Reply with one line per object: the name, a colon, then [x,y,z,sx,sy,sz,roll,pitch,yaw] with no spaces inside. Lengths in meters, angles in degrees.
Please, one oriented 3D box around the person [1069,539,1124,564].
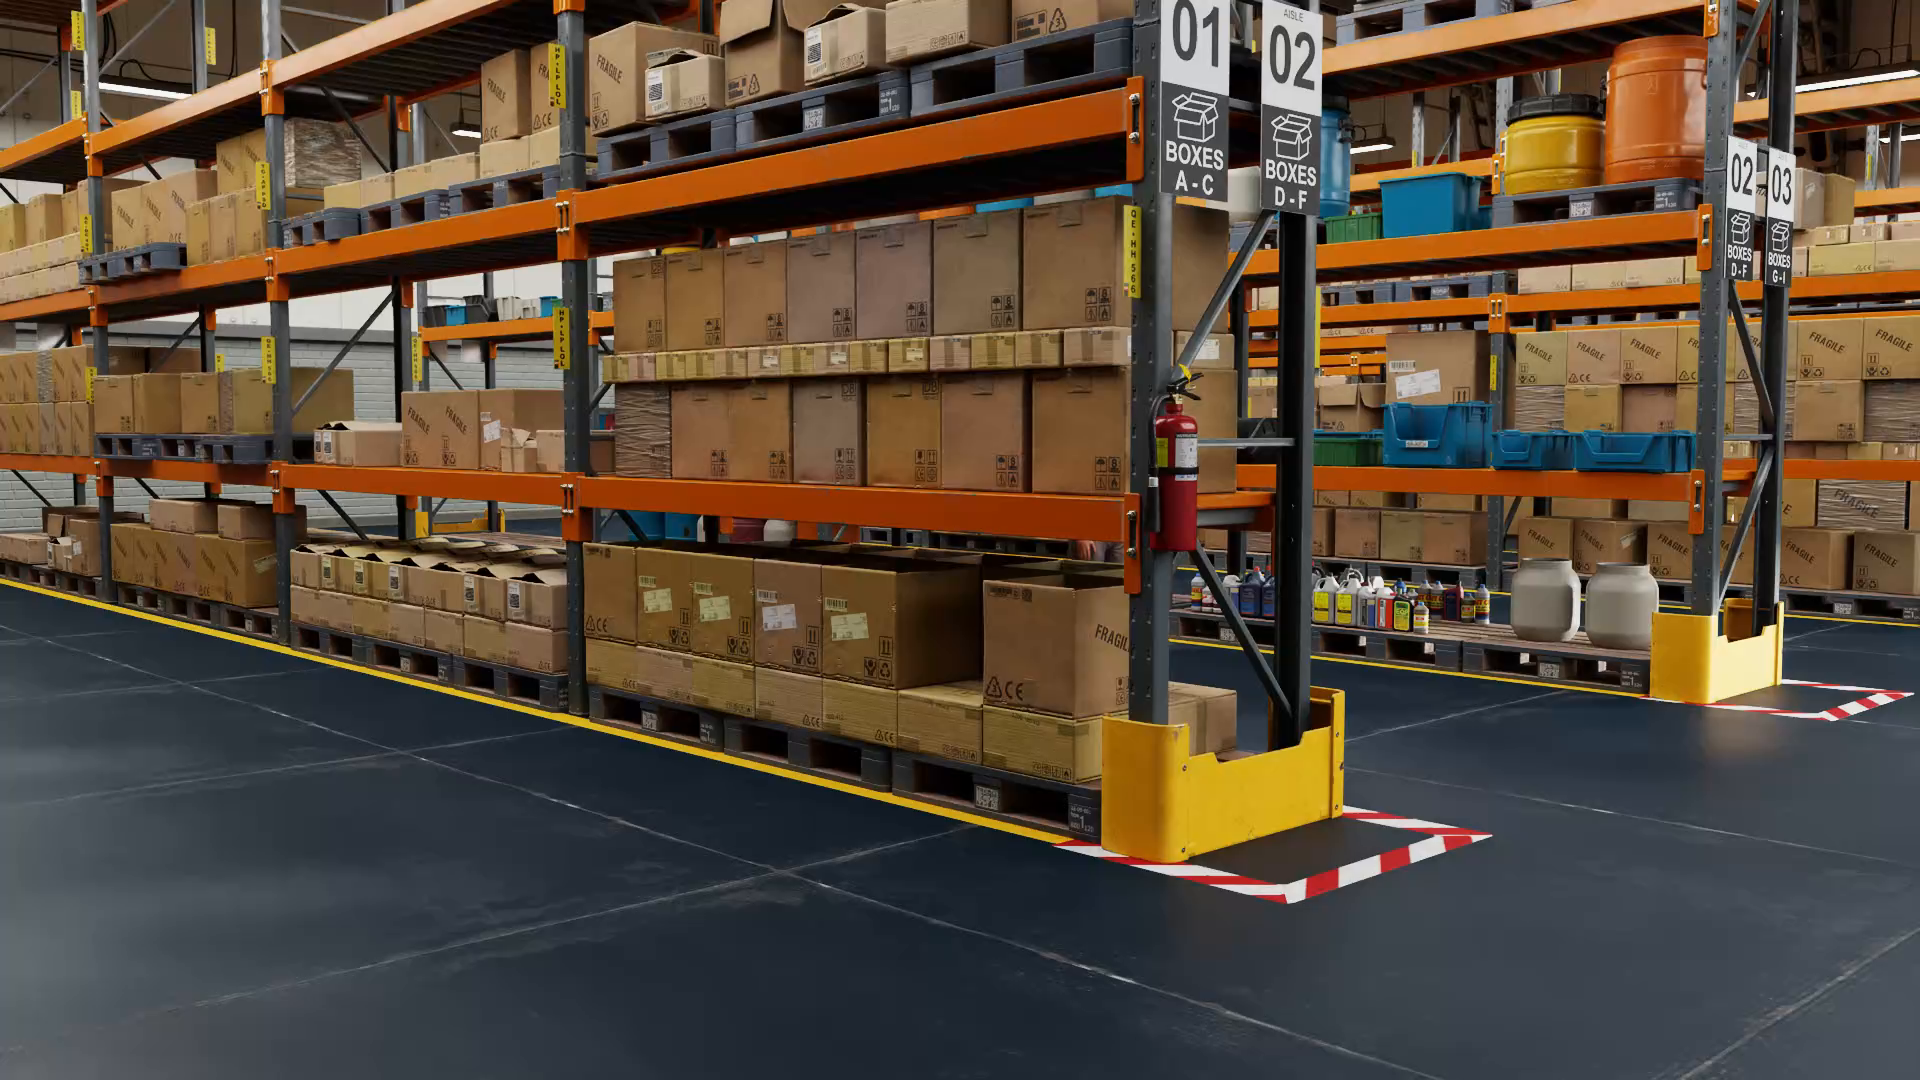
person: [0.886,-0.003,10.484,0.416,1.722,0.592,4,5,43]
